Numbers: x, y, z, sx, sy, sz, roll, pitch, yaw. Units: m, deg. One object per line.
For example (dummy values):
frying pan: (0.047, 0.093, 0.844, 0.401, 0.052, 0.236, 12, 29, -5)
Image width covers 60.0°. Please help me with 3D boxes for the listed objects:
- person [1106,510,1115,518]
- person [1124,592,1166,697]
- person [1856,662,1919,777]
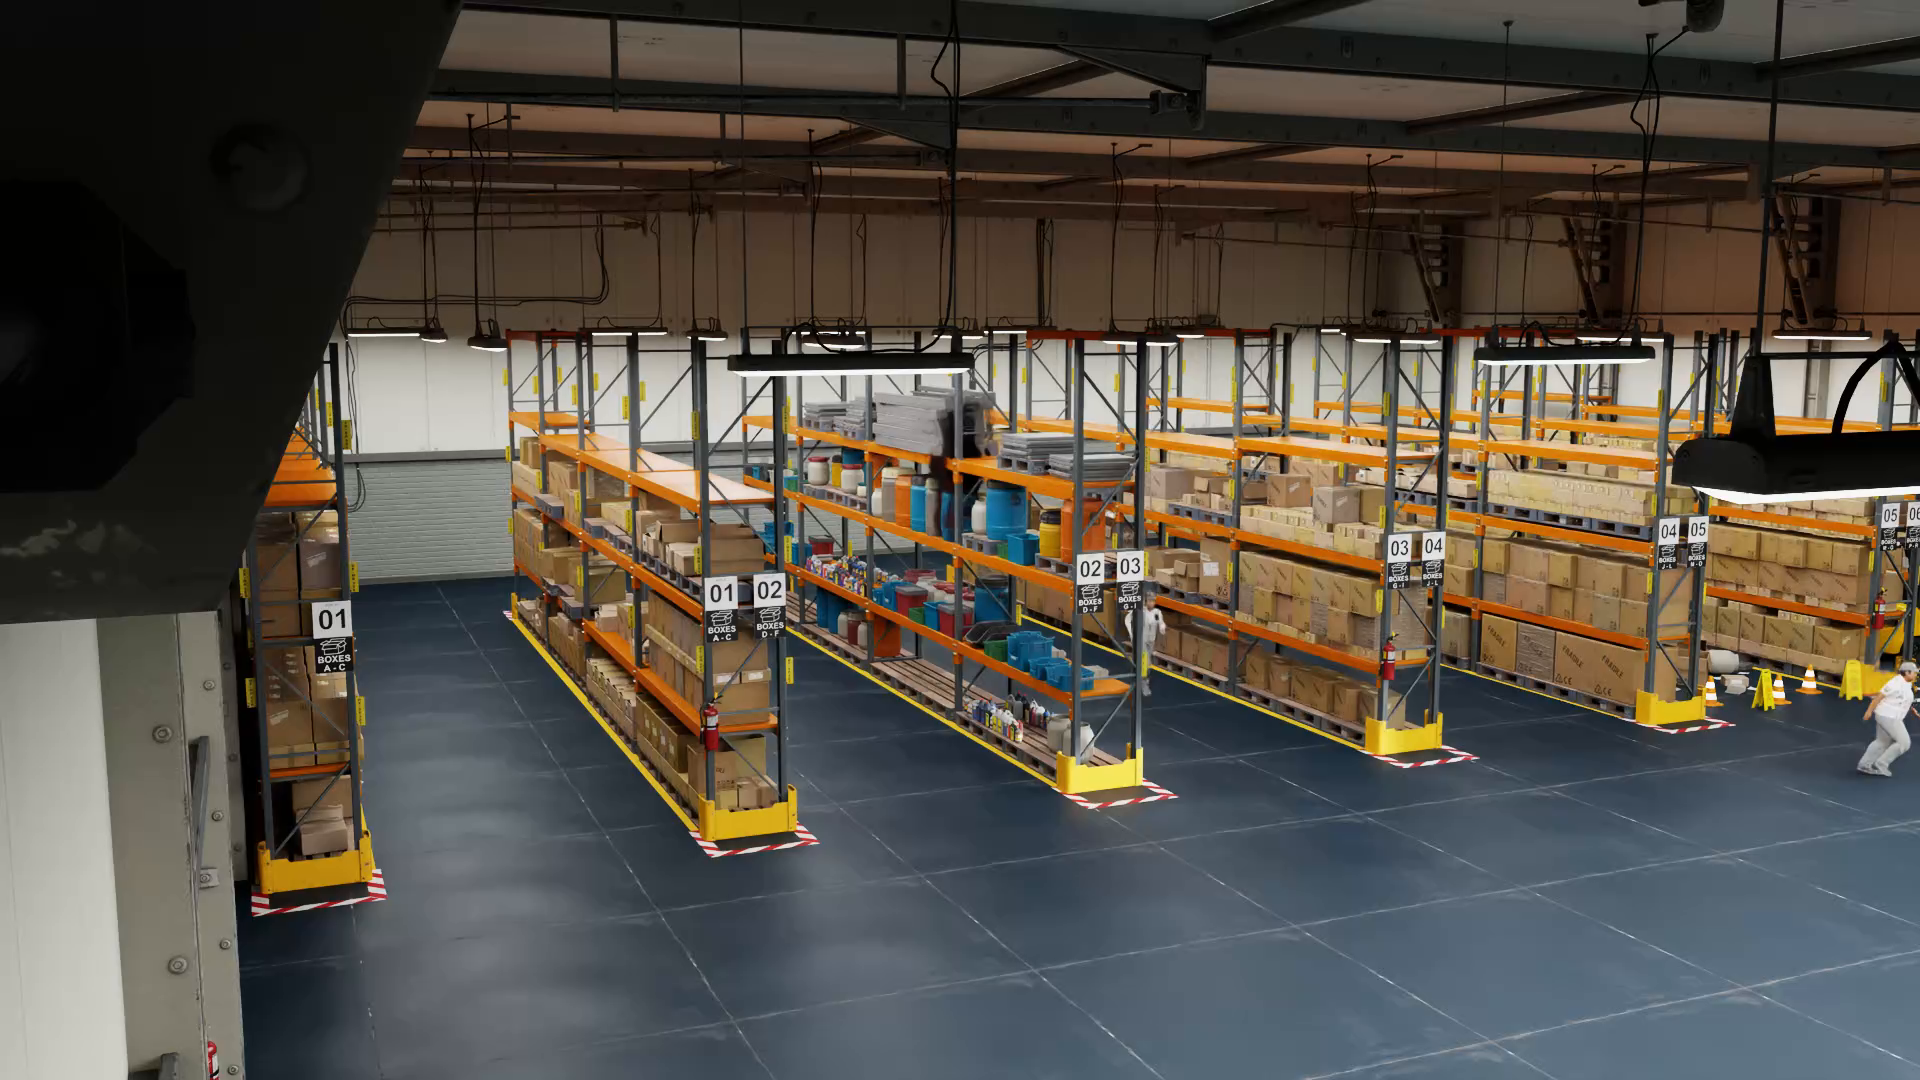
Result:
person: (3.772, -0.157, 41.554, 0.584, 1.685, 0.652, 2, 8, 13)
person: (3.003, 1.658, 26.669, 0.630, 1.709, 0.738, -3, 8, -22)
person: (12.780, 2.442, 22.791, 0.759, 1.607, 0.561, 6, 10, 36)
